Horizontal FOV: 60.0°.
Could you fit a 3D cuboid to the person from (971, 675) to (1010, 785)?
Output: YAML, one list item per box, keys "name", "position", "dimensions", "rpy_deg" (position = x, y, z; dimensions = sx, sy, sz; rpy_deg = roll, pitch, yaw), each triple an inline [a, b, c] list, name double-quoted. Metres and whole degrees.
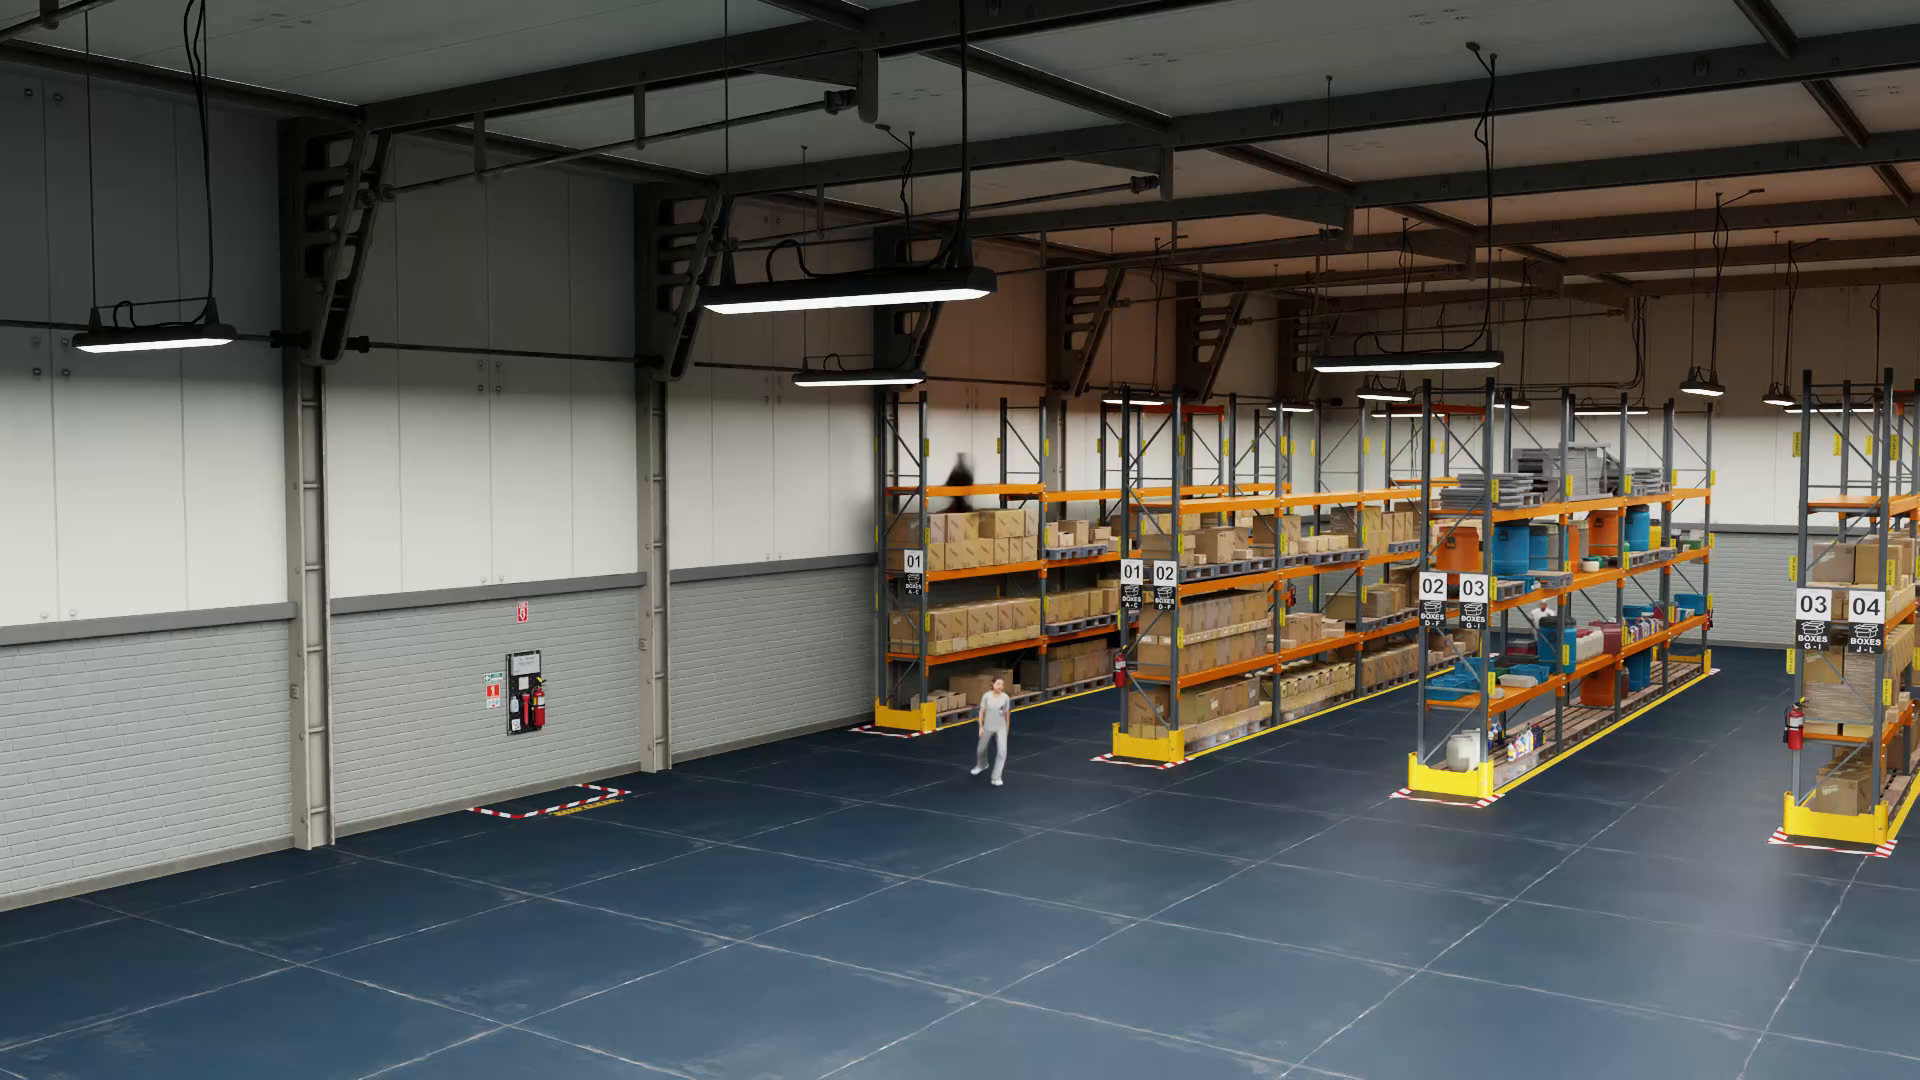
- name: "person"
  position: [0.452, 2.802, 24.829]
  dimensions: [0.584, 1.620, 0.832]
  rpy_deg: [0, 3, 1]

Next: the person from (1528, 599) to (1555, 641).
- name: "person"
  position: [13.067, 2.118, 37.381]
  dimensions: [0.599, 1.621, 0.669]
  rpy_deg: [1, 3, 24]
